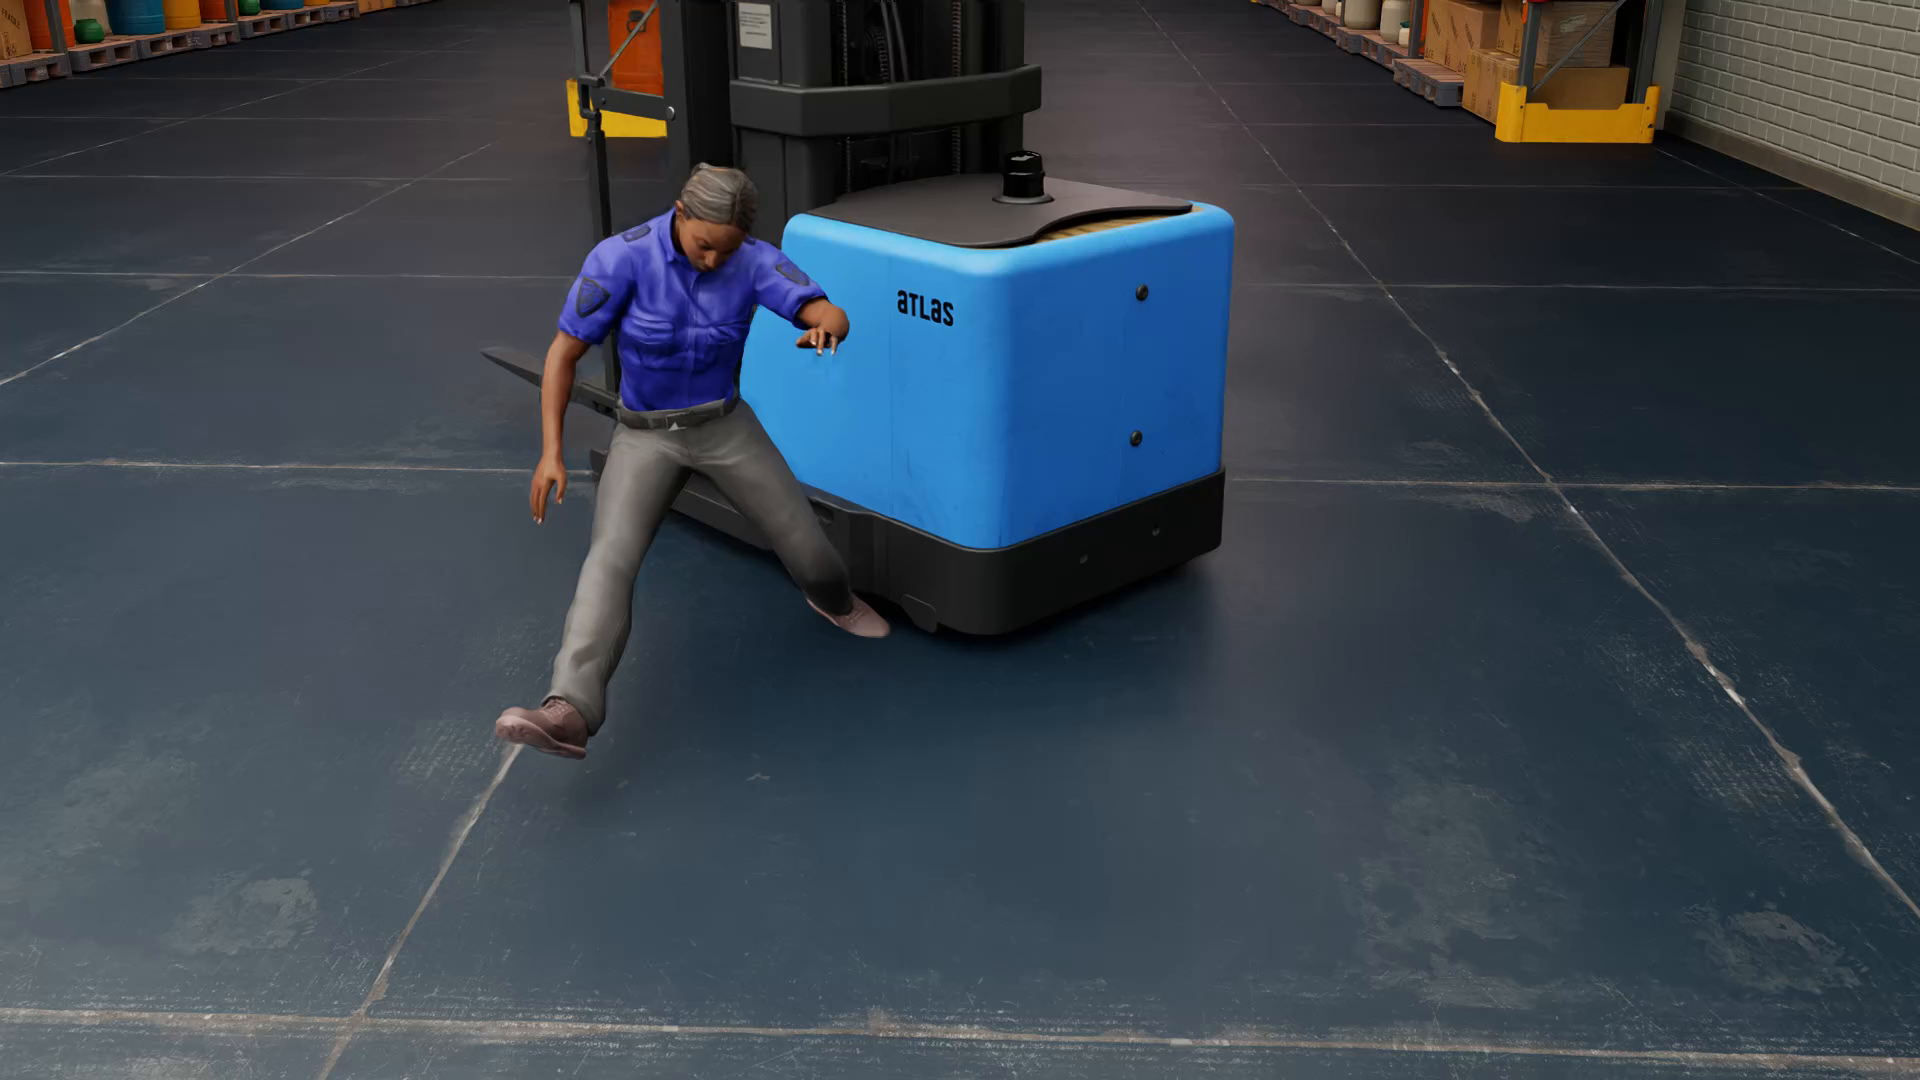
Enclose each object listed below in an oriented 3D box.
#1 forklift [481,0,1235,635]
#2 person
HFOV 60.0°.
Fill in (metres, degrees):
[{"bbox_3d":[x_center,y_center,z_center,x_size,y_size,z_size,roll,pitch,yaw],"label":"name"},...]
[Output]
[{"bbox_3d":[-0.588,-1.568,5.184,1.130,2.935,3.031,-19,29,-39],"label":"forklift"},{"bbox_3d":[-0.594,-0.168,3.899,1.038,1.372,1.108,-5,22,-13],"label":"person"}]
